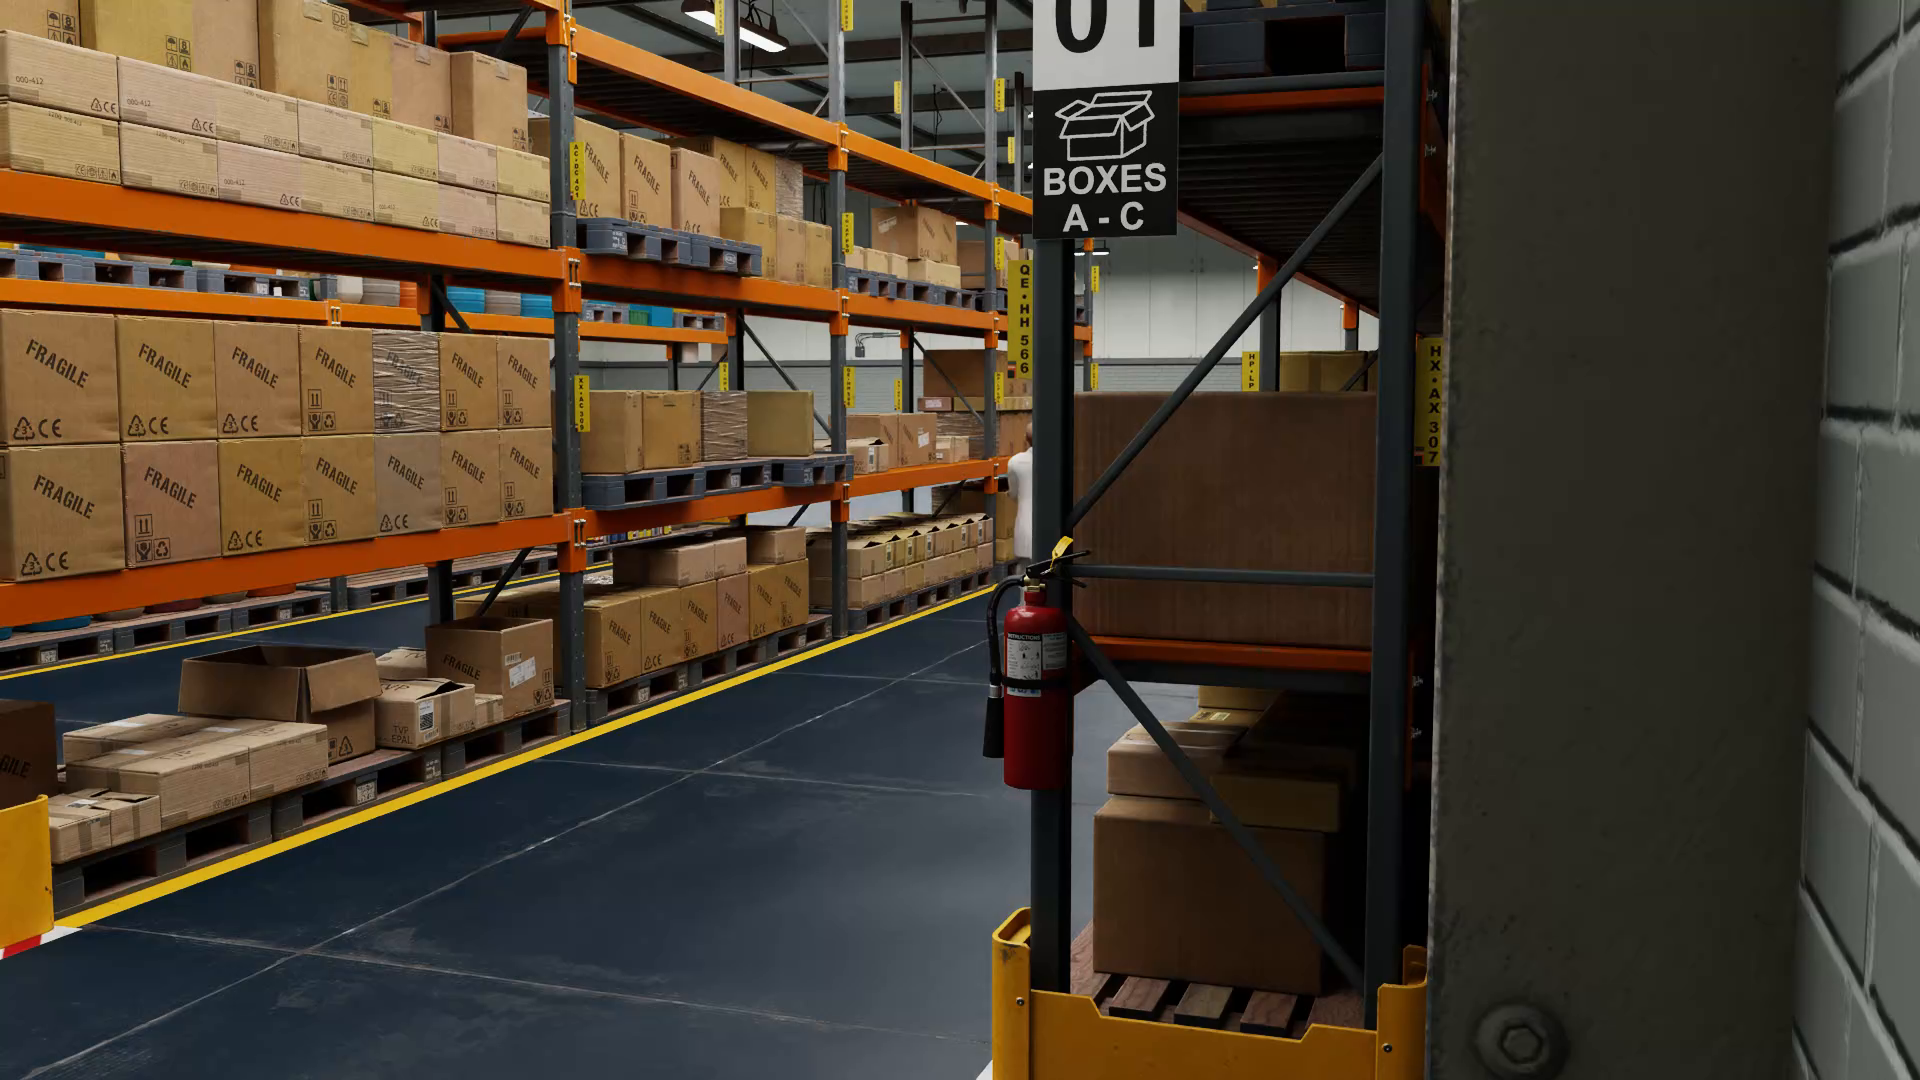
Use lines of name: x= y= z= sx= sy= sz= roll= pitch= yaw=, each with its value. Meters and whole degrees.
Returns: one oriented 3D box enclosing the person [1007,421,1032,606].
person: x=0.687 y=-0.089 z=13.527 sx=0.543 sy=1.779 sz=0.550 roll=2 pitch=5 yaw=19
